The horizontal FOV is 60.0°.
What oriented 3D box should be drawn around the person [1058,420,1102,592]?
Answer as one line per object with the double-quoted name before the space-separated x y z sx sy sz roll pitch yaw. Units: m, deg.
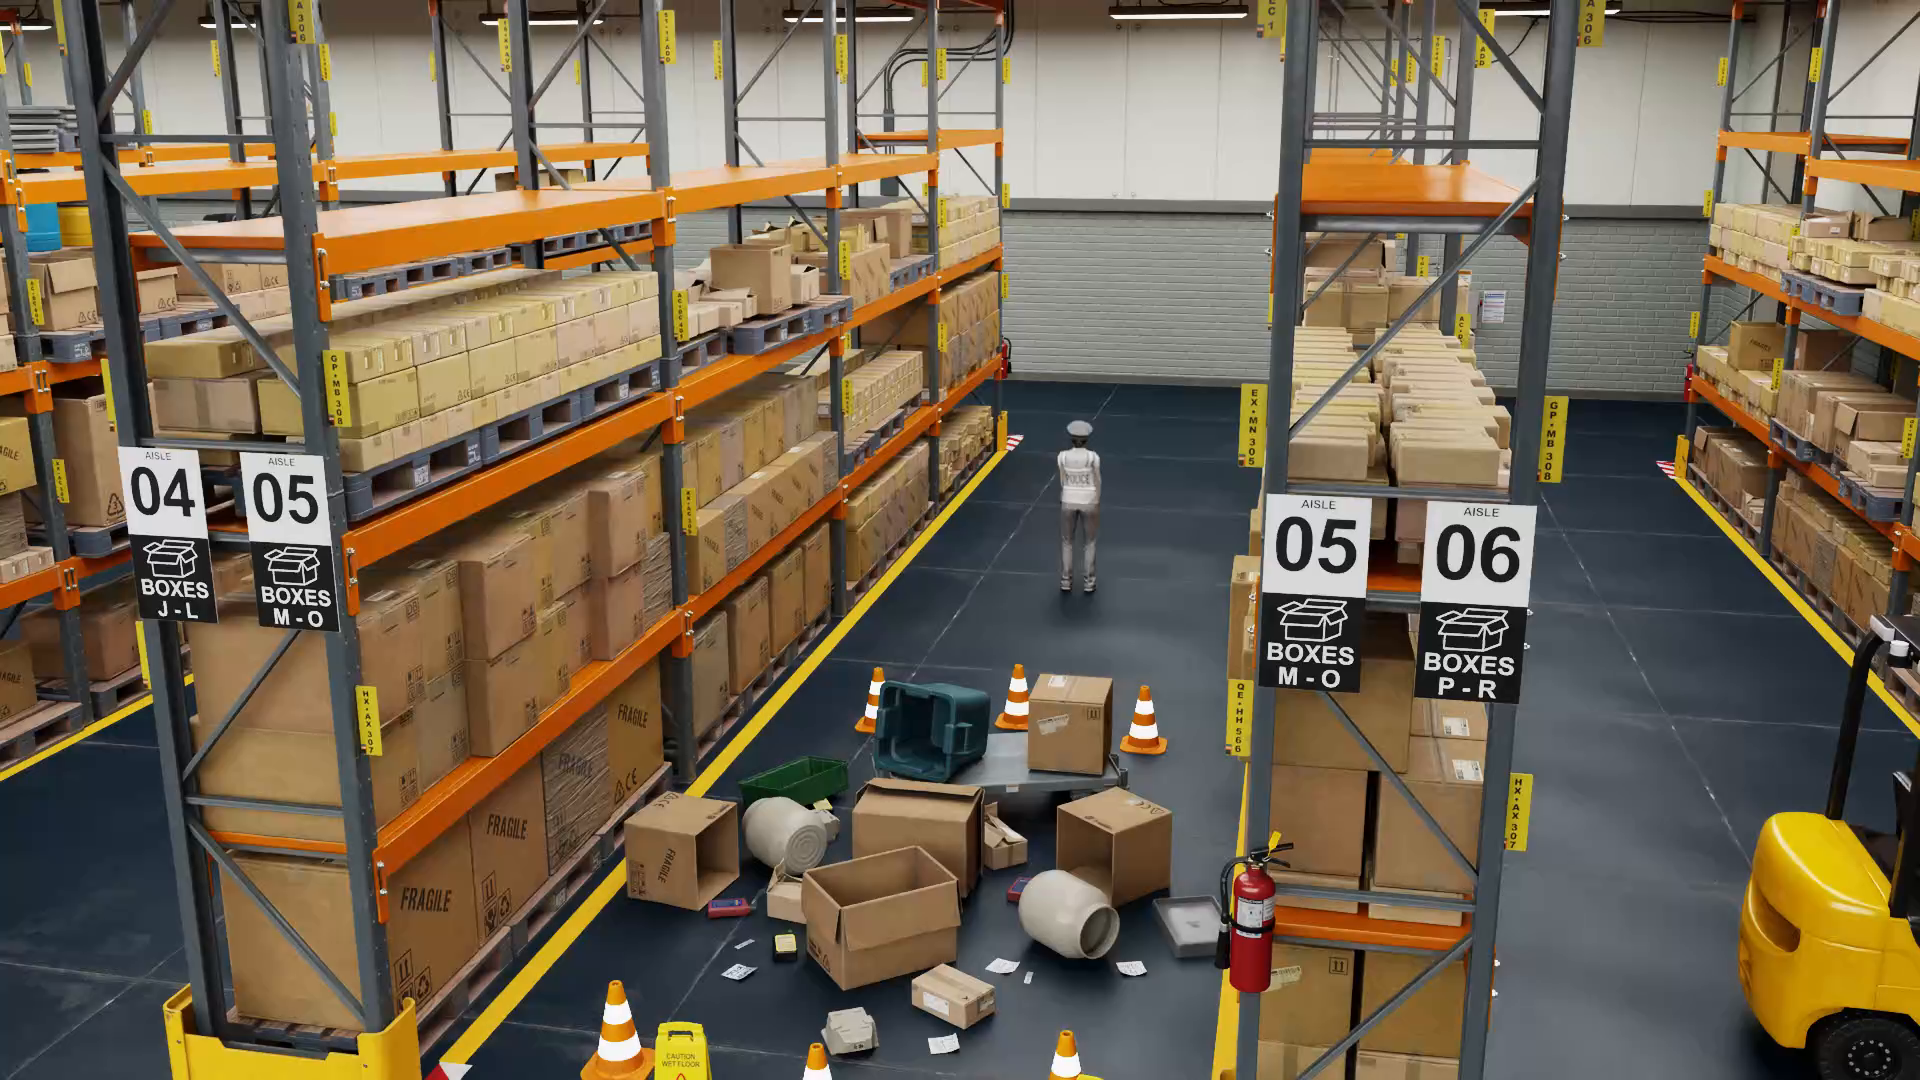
"person" 1.171 -0.351 16.305 0.416 1.691 0.523 3 15 10
